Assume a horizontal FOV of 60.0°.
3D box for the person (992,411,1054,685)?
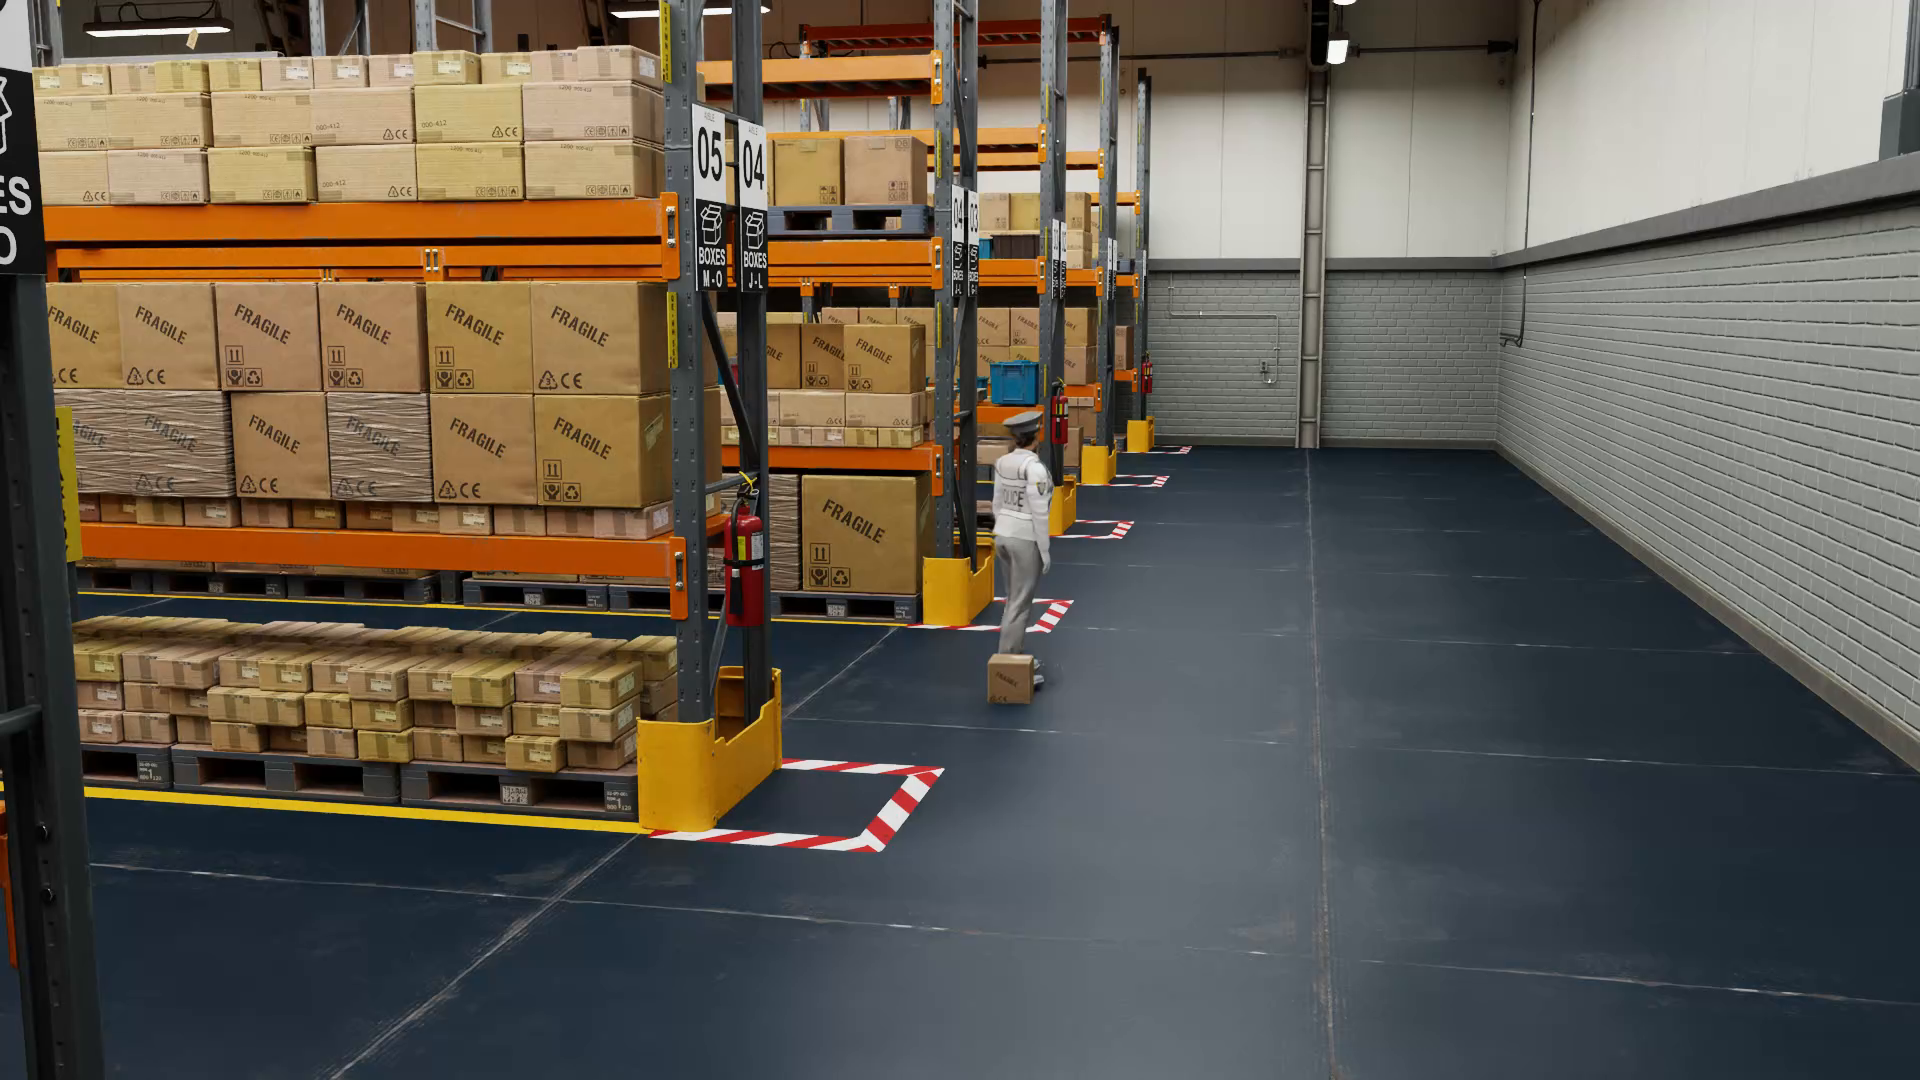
[{"bbox_3d":[0.394,0.039,10.361,0.457,1.671,0.521,-4,9,-28],"label":"person"}]
